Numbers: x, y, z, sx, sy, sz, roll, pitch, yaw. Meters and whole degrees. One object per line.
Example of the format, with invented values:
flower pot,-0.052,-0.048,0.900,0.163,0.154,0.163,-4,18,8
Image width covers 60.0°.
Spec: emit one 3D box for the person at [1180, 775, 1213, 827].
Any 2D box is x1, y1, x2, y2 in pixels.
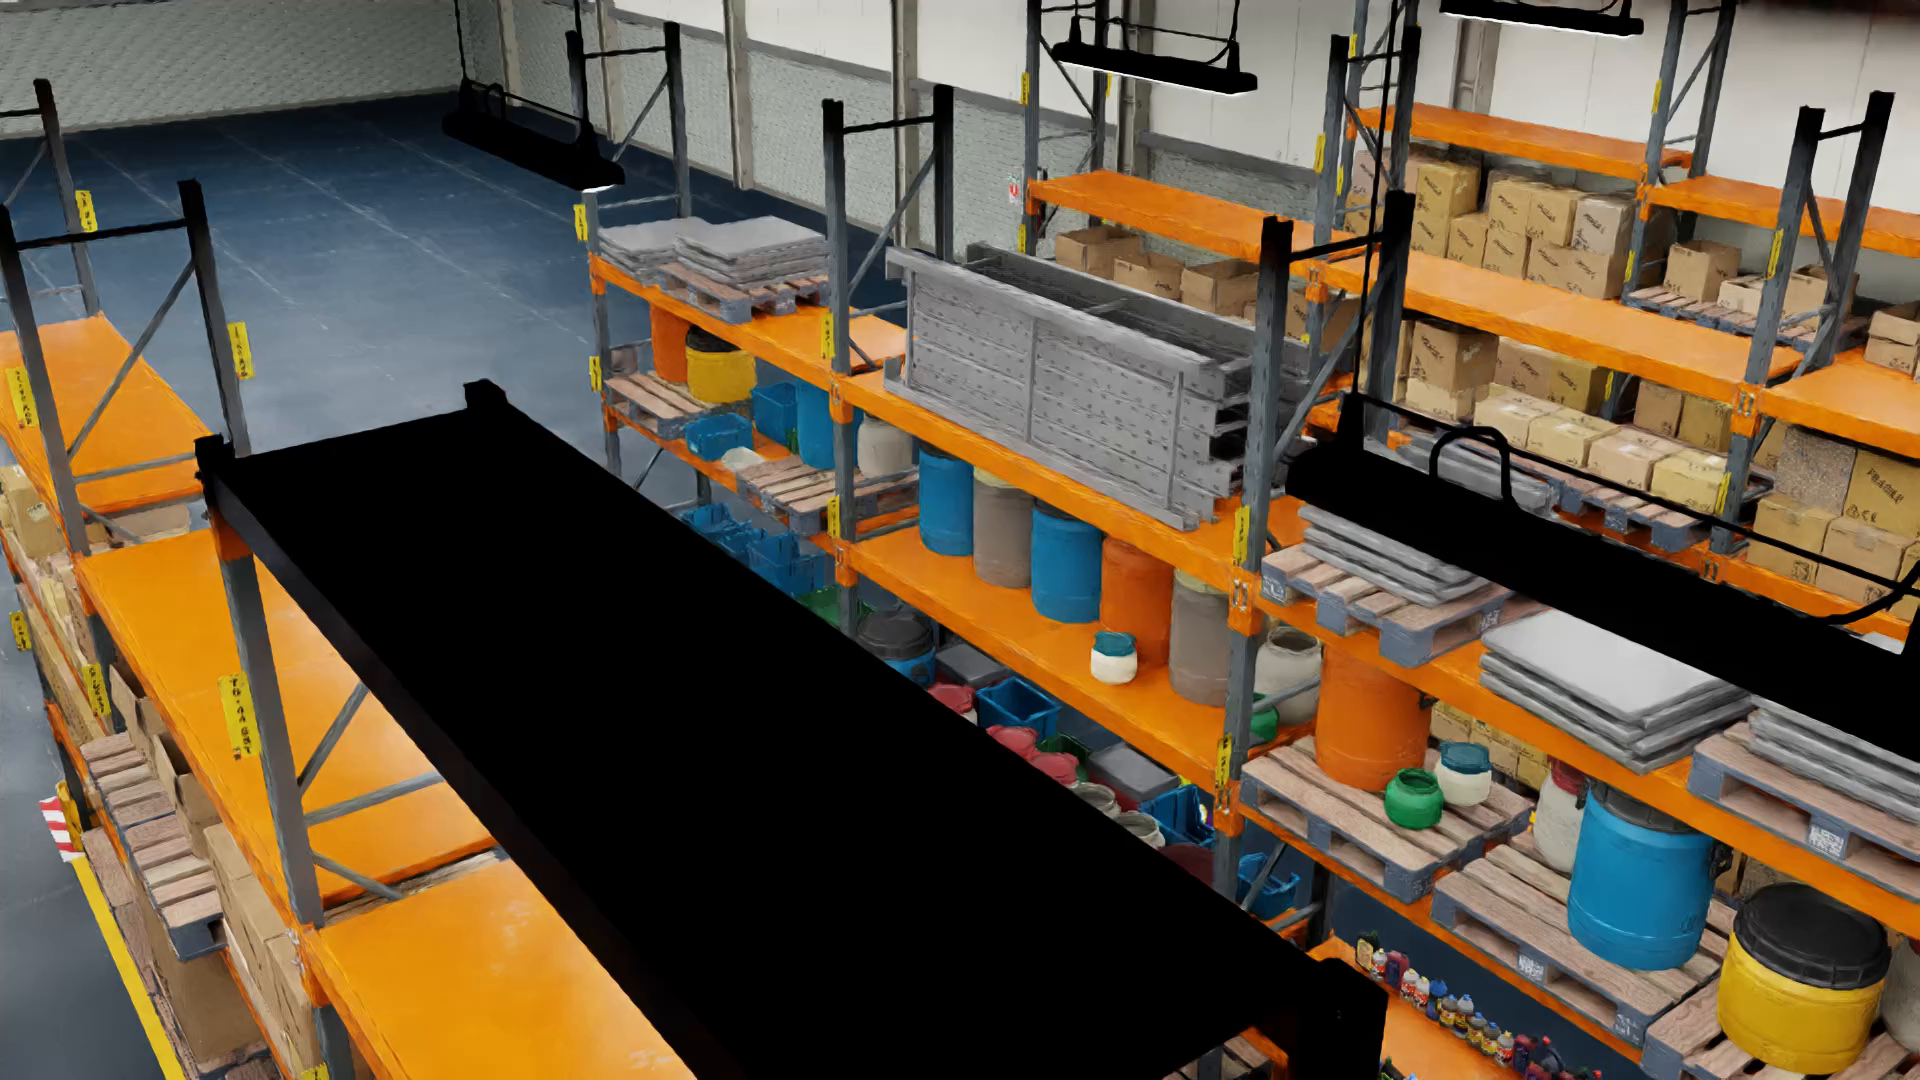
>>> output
person,1.509,2.382,11.805,0.617,1.719,0.979,-7,26,-14
